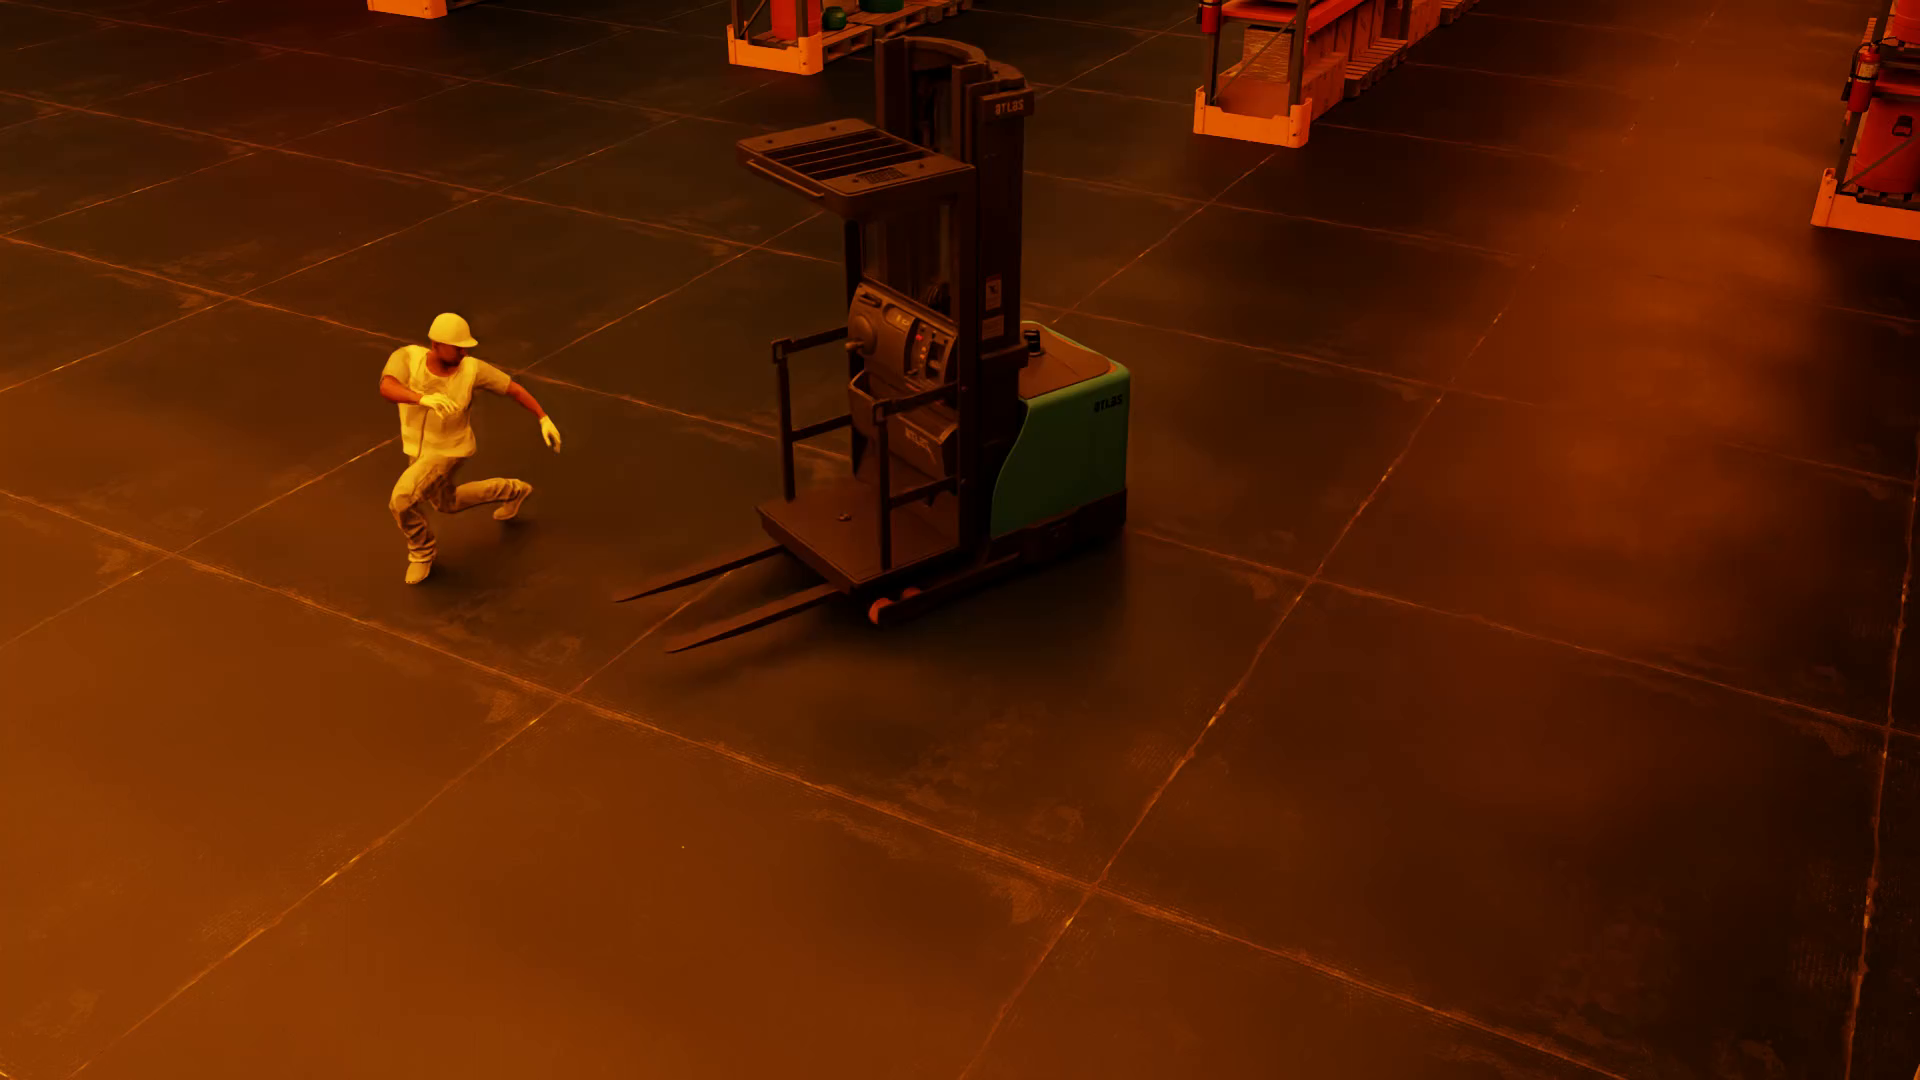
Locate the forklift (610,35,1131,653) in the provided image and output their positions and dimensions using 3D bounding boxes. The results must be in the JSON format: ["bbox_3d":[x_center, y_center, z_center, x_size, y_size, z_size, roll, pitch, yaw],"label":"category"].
[{"bbox_3d":[-0.487,-1.082,8.945,3.031,2.935,1.130,-20,36,-31],"label":"forklift"}]

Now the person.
[{"bbox_3d":[-2.832,-0.565,9.521,0.781,1.535,0.969,14,33,22],"label":"person"}]
